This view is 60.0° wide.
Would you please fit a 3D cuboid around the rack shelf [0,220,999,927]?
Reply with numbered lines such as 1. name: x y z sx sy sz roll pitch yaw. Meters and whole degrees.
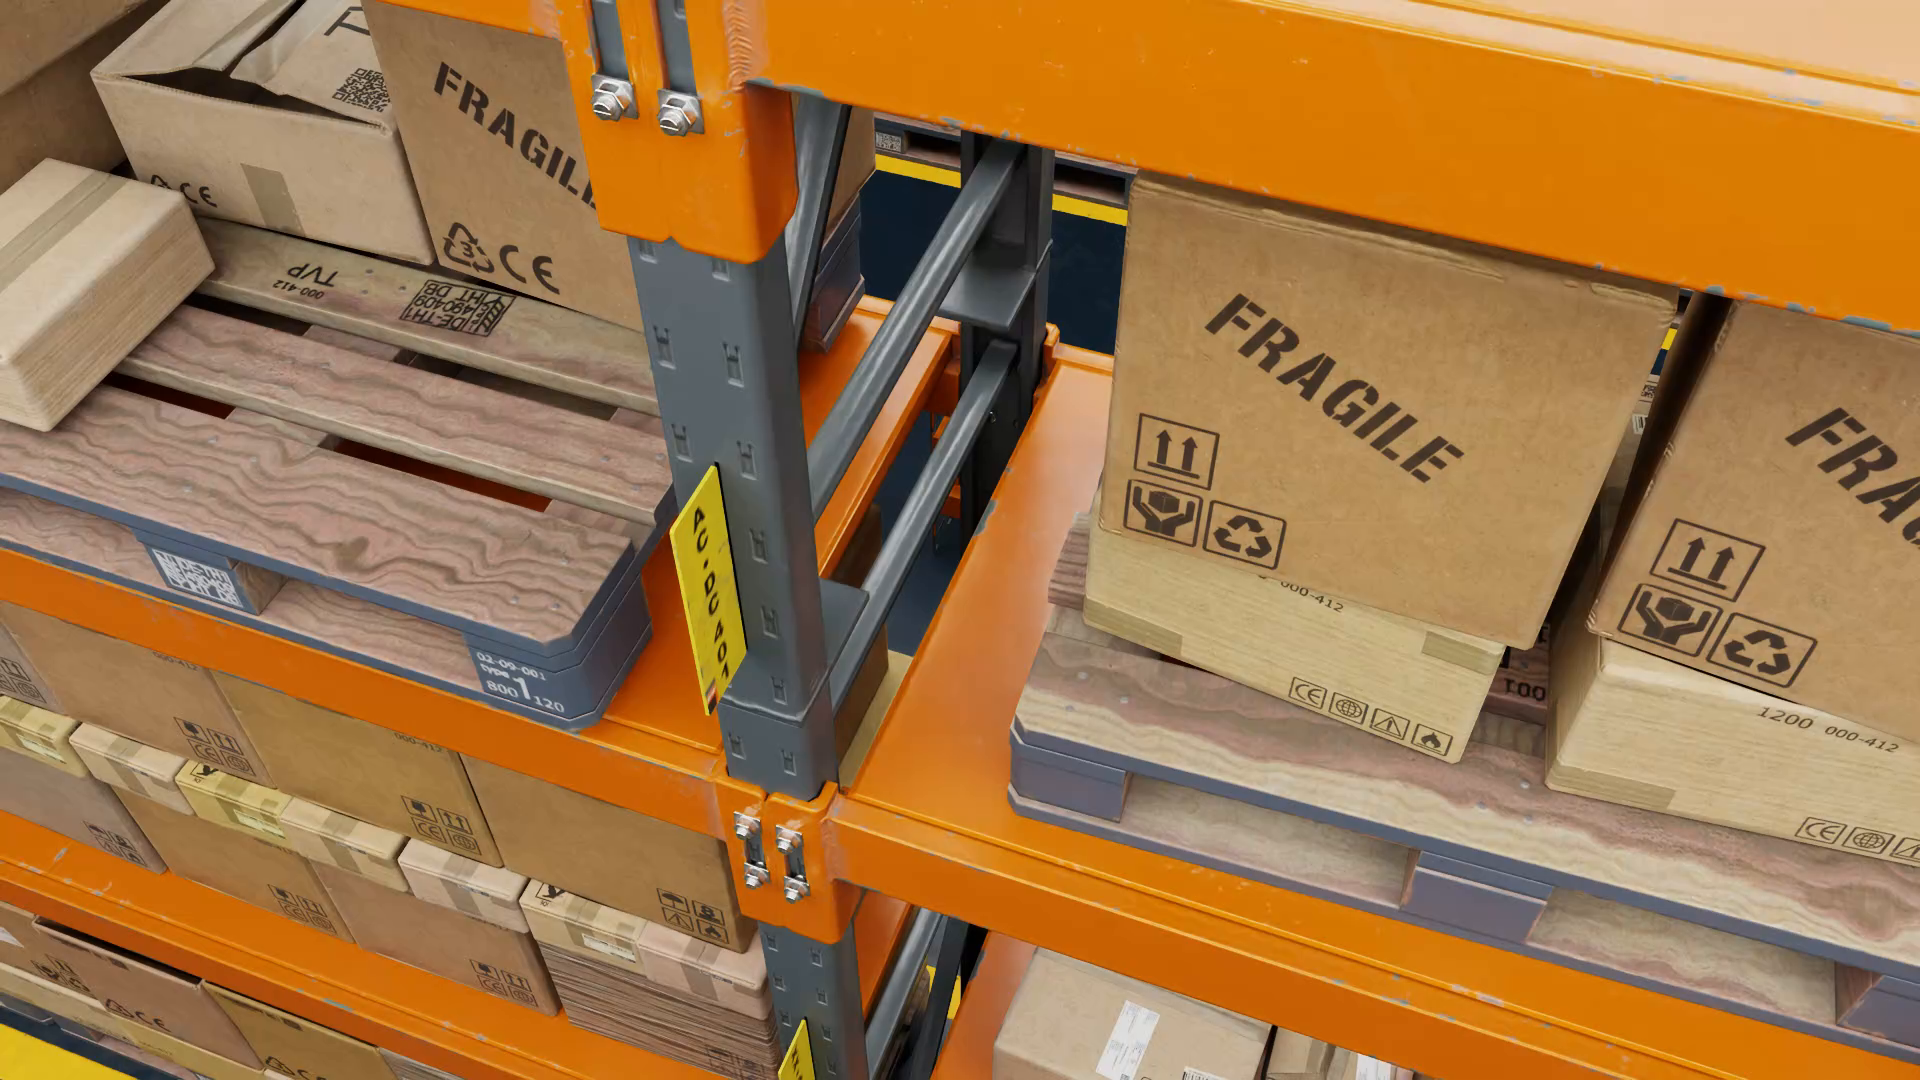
1. rack shelf: -1.959 -0.424 3.123 4.000 0.370 1.077 16 51 13

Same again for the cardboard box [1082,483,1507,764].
1. cardboard box: 0.491 -0.056 2.150 0.500 0.250 0.500 20 52 17

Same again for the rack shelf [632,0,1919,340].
1. rack shelf: 1.793 -0.228 1.233 4.000 0.370 1.077 16 51 13

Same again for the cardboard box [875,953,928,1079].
1. cardboard box: -0.413 1.273 4.703 0.500 0.250 0.500 16 51 13

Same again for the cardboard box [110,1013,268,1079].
1. cardboard box: -2.003 1.254 4.720 0.500 0.250 0.500 16 51 13

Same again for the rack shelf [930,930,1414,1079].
1. rack shelf: 1.793 1.606 3.349 4.000 0.370 1.077 16 51 13

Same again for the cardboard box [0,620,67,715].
1. cardboard box: -1.914 -0.117 3.442 0.500 0.500 0.700 16 51 13

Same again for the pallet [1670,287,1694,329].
1. pallet: 3.509 -1.231 7.178 1.213 0.211 1.003 16 51 13

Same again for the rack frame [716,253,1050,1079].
1. rack frame: -0.083 0.847 3.531 0.127 3.000 1.000 16 51 13

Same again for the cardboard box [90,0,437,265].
1. cardboard box: -0.971 -0.750 2.619 0.500 0.311 0.500 13 50 11

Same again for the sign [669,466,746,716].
1. sign: -0.274 0.063 1.831 0.005 0.325 0.100 16 51 13

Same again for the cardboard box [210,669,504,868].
1. cardboard box: -0.976 0.146 3.214 0.500 0.500 0.700 15 51 13

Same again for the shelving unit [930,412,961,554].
1. shelving unit: 0.050 -0.330 5.841 0.252 1.050 0.215 16 51 13

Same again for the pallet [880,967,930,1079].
1. pallet: -0.815 1.522 4.791 1.213 0.211 1.003 16 51 13

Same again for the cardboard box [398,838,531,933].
1. cardboard box: -0.890 0.549 3.294 0.250 0.149 0.380 14 51 12

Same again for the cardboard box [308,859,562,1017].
1. cardboard box: -0.999 0.569 3.706 0.500 0.500 0.700 15 51 13

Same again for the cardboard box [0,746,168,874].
1. cardboard box: -1.949 0.301 3.938 0.500 0.500 0.700 17 51 14

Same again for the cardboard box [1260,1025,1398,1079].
1. cardboard box: 0.805 0.991 3.495 0.258 0.266 0.396 14 51 12

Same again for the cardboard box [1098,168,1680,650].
1. cardboard box: 0.482 -0.280 1.848 0.500 0.500 0.500 16 51 14

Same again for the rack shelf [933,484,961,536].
1. rack shelf: 0.050 -0.141 6.059 0.240 0.259 0.215 16 51 13

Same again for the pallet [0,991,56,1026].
1. pallet: -3.104 0.883 5.345 1.213 0.211 1.003 16 51 13

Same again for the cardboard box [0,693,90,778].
1. cardboard box: -1.853 0.281 3.526 0.250 0.149 0.380 17 51 14

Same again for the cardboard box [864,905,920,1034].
1. cardboard box: -0.410 1.021 4.426 0.500 0.500 0.500 16 51 13

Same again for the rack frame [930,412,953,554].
1. rack frame: -0.064 -0.362 5.869 0.008 1.050 0.200 16 51 13

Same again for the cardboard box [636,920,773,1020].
1. cardboard box: -0.413 0.682 3.178 0.250 0.149 0.380 16 51 13

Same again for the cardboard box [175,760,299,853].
1. cardboard box: -1.366 0.414 3.410 0.250 0.149 0.380 15 51 13

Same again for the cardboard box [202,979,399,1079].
1. cardboard box: -1.529 1.130 4.331 0.500 0.500 0.500 16 51 13

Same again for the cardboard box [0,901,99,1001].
1. cardboard box: -2.466 0.866 4.560 0.500 0.500 0.500 16 51 13

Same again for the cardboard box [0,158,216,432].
1. cardboard box: -1.309 -0.359 2.387 0.250 0.149 0.380 16 51 13

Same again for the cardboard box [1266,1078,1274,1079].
1. cardboard box: 0.677 1.306 3.299 0.250 0.149 0.380 16 51 13

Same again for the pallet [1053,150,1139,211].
1. pallet: 0.988 -1.903 7.760 1.213 0.211 1.003 16 51 13
